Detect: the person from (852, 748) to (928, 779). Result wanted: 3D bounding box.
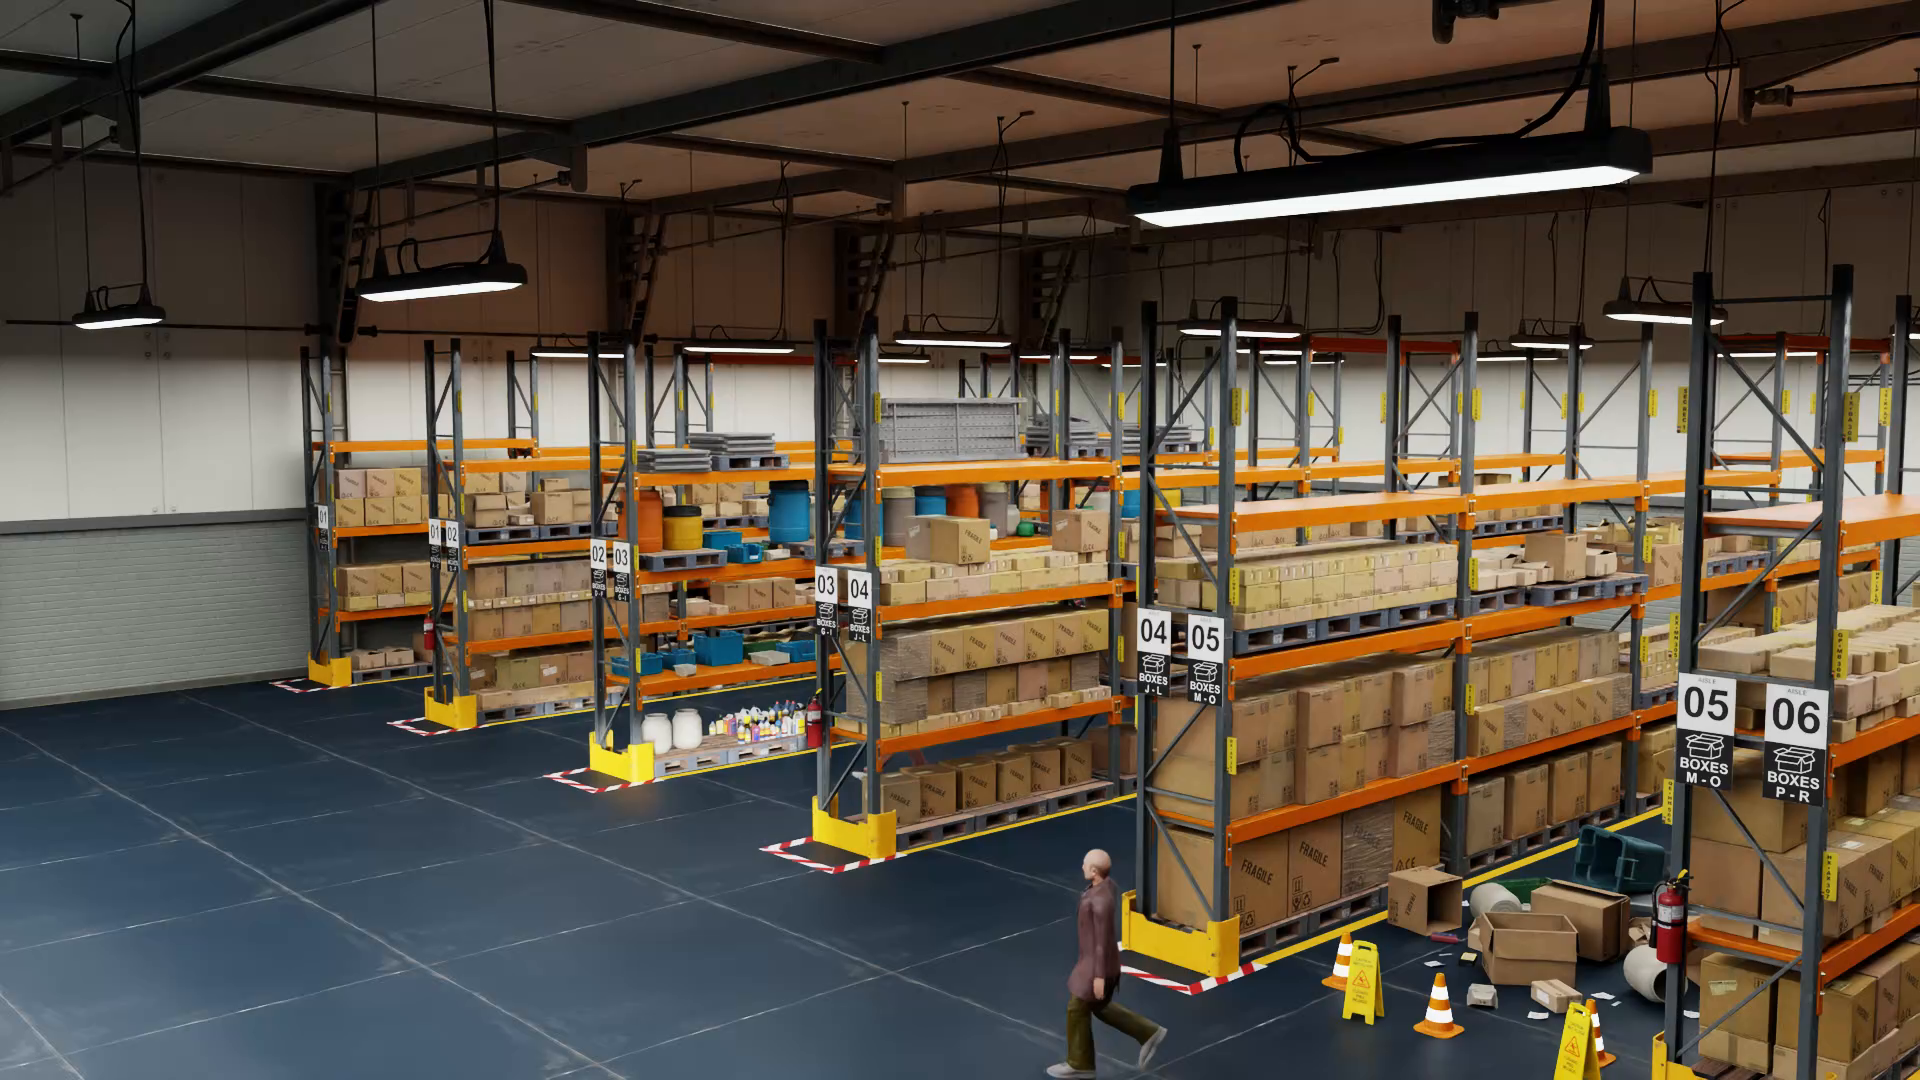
[{"bbox_3d":[-0.902,2.404,22.005,1.072,1.613,0.471,0,5,-5],"label":"person"}]

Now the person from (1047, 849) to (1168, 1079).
[{"bbox_3d":[1.112,3.176,12.495,0.907,1.743,0.615,0,5,6],"label":"person"}]
